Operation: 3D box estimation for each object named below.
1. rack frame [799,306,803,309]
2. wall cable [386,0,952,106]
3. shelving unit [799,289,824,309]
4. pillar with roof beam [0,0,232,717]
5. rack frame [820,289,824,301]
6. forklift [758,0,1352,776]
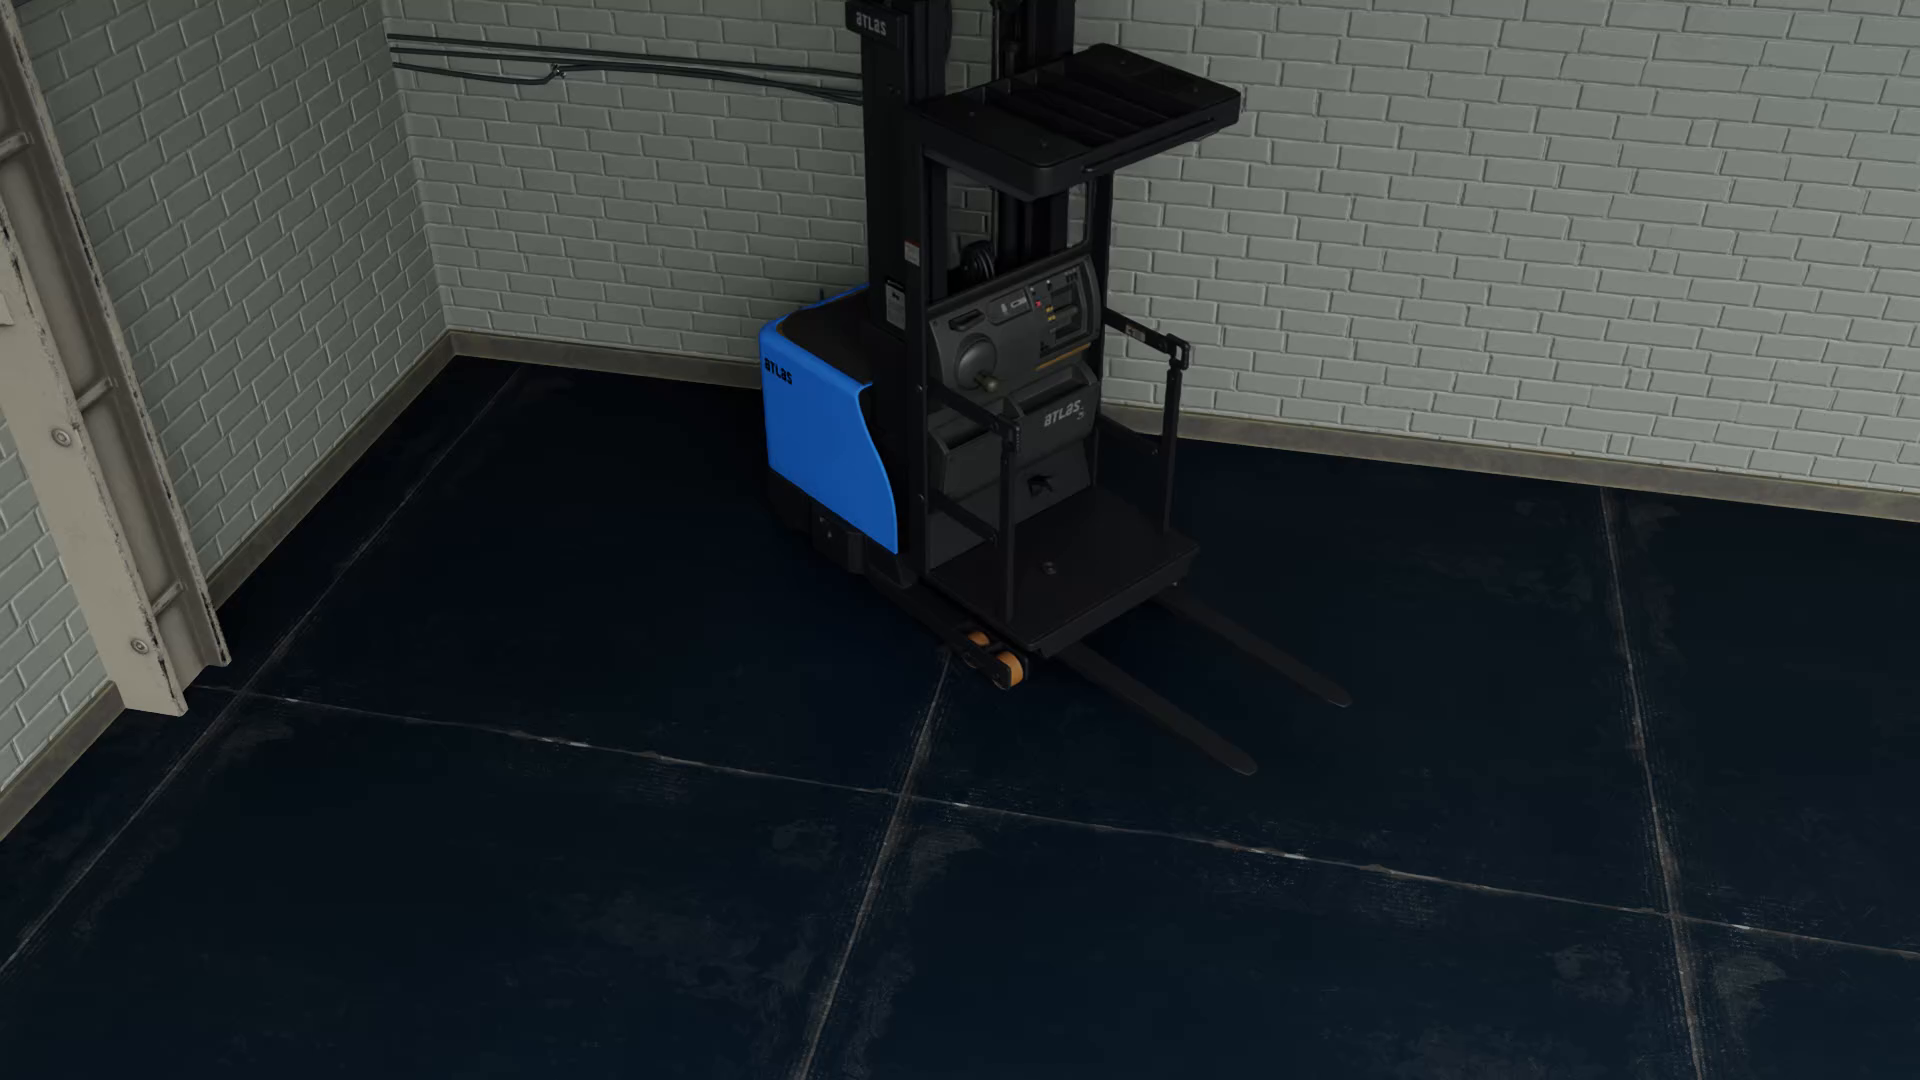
[{"bbox_3d":[-0.698,-0.775,8.552,0.240,0.900,0.006,16,39,21],"label":"rack frame"},{"bbox_3d":[-1.556,-3.278,7.751,3.097,2.526,0.112,7,37,10],"label":"wall cable"},{"bbox_3d":[-0.652,-0.828,8.625,0.258,0.900,0.210,16,39,21],"label":"shelving unit"},{"bbox_3d":[0.729,-2.473,3.994,9.100,9.000,0.400,7,37,10],"label":"pillar with roof beam"},{"bbox_3d":[-0.607,-0.881,8.699,0.240,0.900,0.006,16,39,21],"label":"rack frame"},{"bbox_3d":[0.386,-0.868,6.950,1.130,2.935,3.031,-28,44,-33],"label":"forklift"}]
